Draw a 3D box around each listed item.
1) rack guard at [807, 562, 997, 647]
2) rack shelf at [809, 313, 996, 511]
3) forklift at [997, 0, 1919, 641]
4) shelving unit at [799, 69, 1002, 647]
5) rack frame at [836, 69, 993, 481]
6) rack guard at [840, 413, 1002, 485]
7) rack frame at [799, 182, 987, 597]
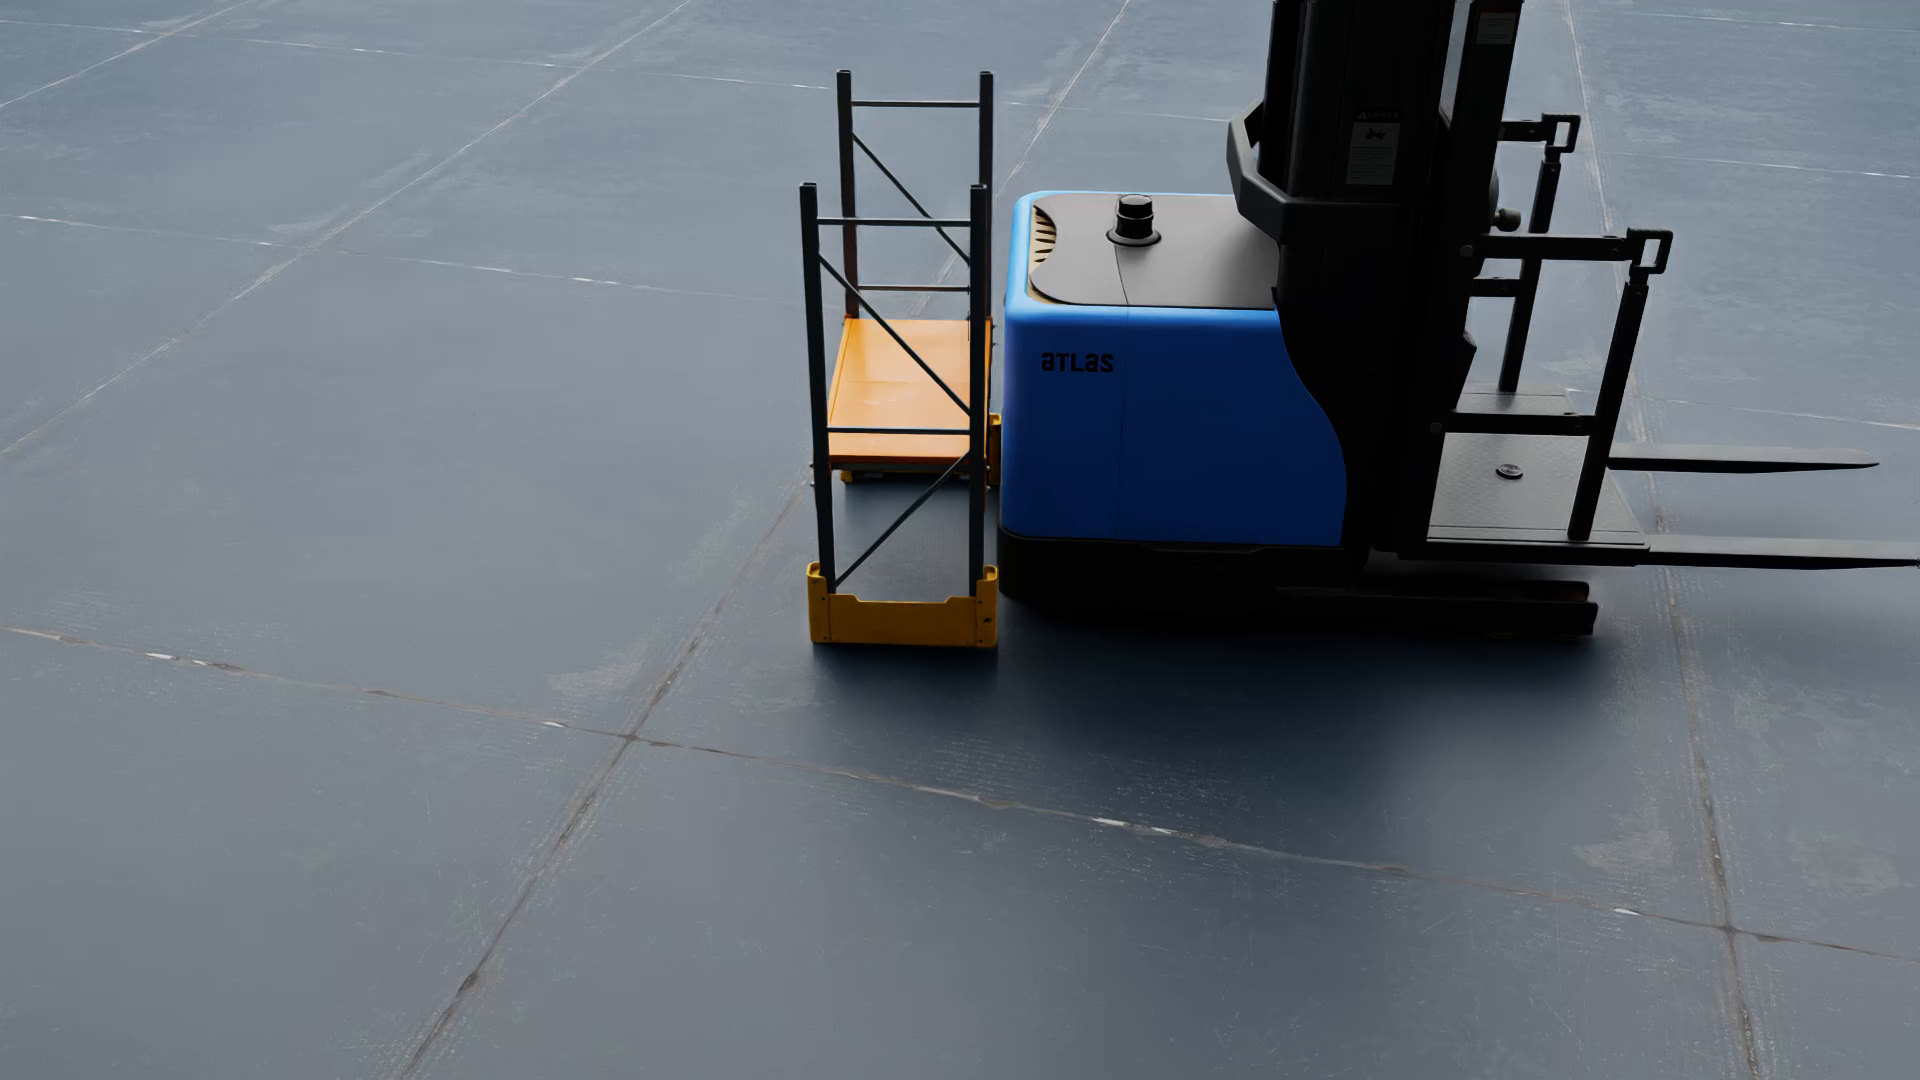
[{"bbox_3d":[-0.179,0.201,5.200,0.587,0.250,0.087,1,32,2],"label":"rack guard"},{"bbox_3d":[-0.161,-0.436,5.374,0.538,0.185,1.000,1,32,2],"label":"rack shelf"},{"bbox_3d":[1.655,-1.213,4.926,3.031,2.935,1.130,2,32,3],"label":"forklift"},{"bbox_3d":[-0.161,-0.593,5.285,0.587,1.500,1.083,1,32,2],"label":"shelving unit"},{"bbox_3d":[-0.144,-0.861,5.706,0.500,1.500,0.032,1,32,2],"label":"rack frame"},{"bbox_3d":[-0.144,-0.333,6.040,0.587,0.250,0.087,1,32,2],"label":"rack guard"},{"bbox_3d":[-0.179,-0.316,4.849,0.500,1.500,0.032,1,32,2],"label":"rack frame"}]
